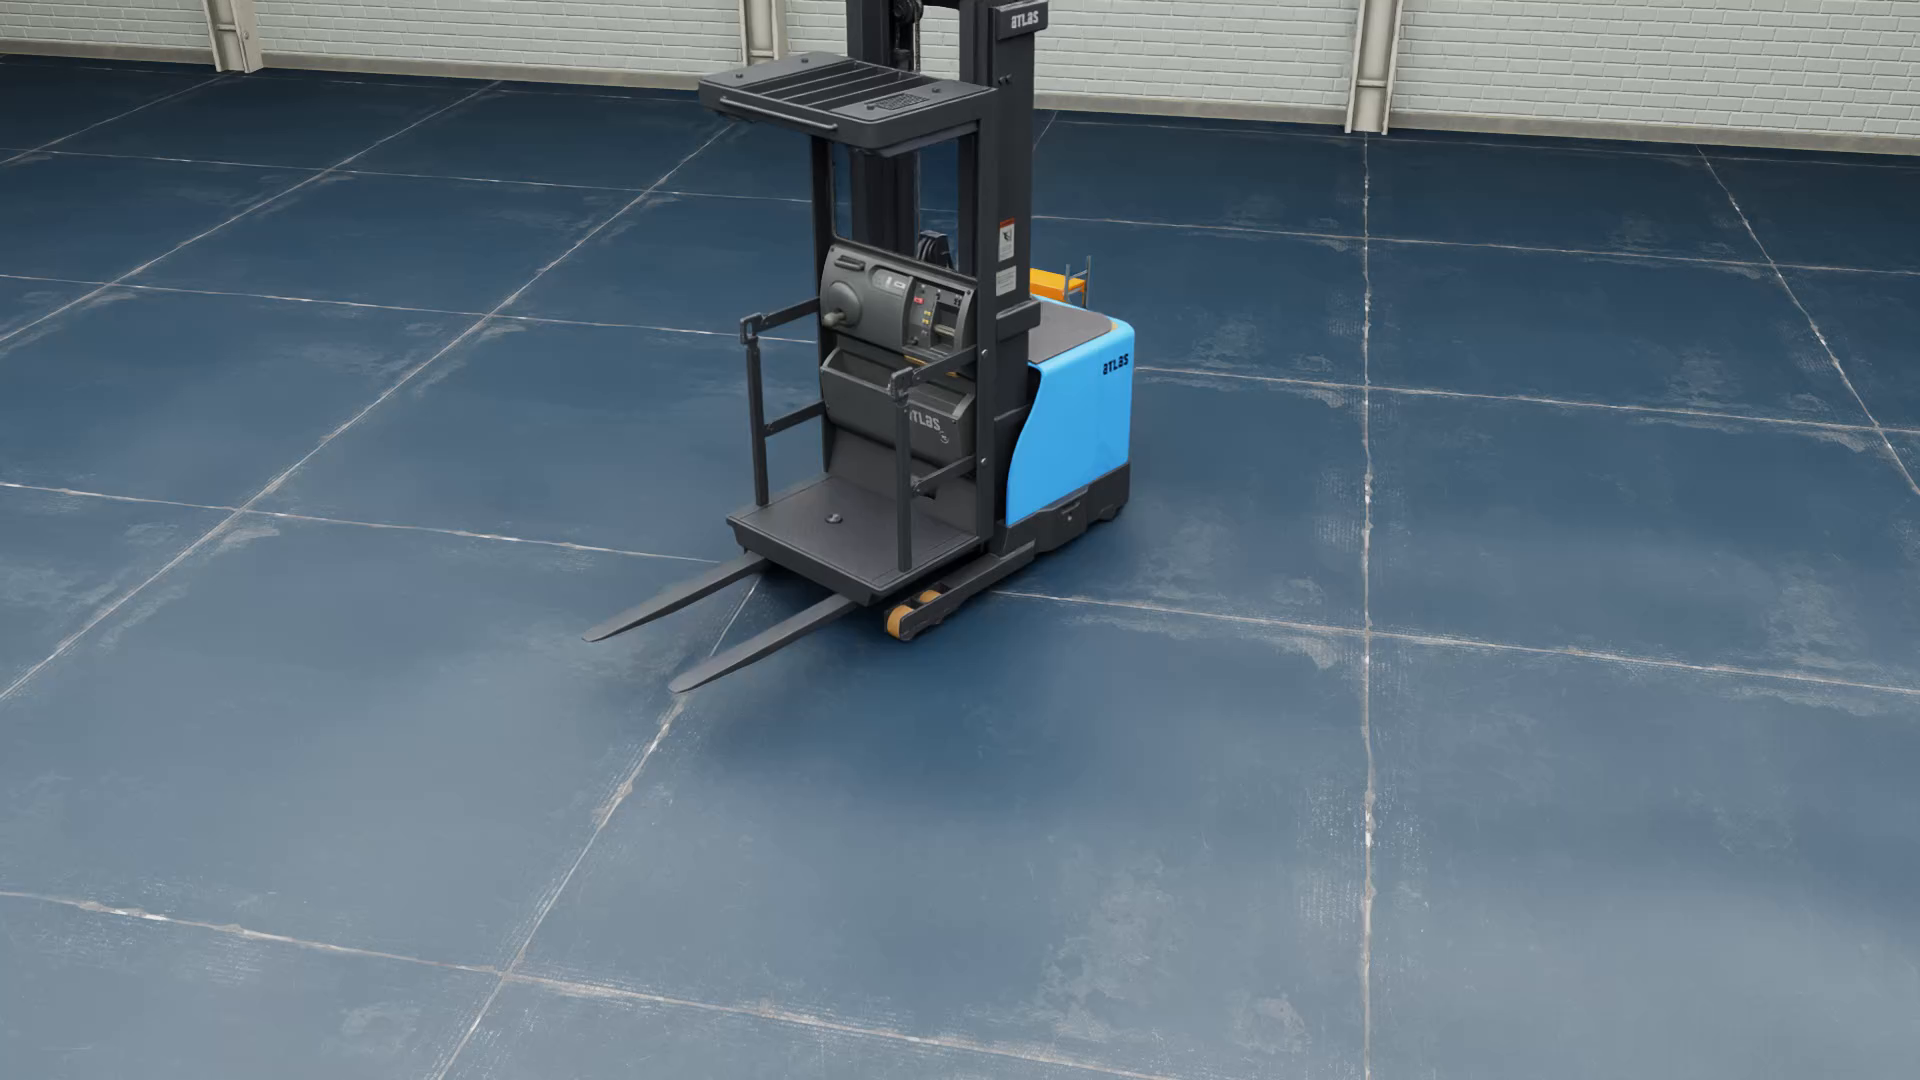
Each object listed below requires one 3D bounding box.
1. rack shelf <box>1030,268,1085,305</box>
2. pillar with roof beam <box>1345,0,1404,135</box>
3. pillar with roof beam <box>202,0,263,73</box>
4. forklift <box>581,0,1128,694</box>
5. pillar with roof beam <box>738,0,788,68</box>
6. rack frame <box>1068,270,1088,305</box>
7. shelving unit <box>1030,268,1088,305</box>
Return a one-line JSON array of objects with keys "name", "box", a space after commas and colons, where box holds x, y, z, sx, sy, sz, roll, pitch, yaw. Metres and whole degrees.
[{"name": "rack shelf", "box": [0.435, -1.396, 9.215, 0.480, 0.148, 0.258, 19, 30, 30]}, {"name": "pillar with roof beam", "box": [2.992, -5.861, 10.085, 0.400, 9.000, 9.100, 6, 29, 11]}, {"name": "pillar with roof beam", "box": [-8.743, -7.065, 12.283, 0.400, 9.000, 9.100, 6, 29, 11]}, {"name": "forklift", "box": [-0.448, -1.085, 7.680, 1.121, 2.935, 3.031, 23, 36, 36]}, {"name": "pillar with roof beam", "box": [-2.875, -6.463, 11.184, 0.400, 9.000, 9.100, 6, 29, 11]}, {"name": "rack frame", "box": [0.619, -0.974, 9.262, 0.006, 1.046, 0.228, 19, 30, 30]}, {"name": "shelving unit", "box": [0.417, -1.041, 9.385, 0.499, 1.200, 0.258, 19, 30, 30]}]
